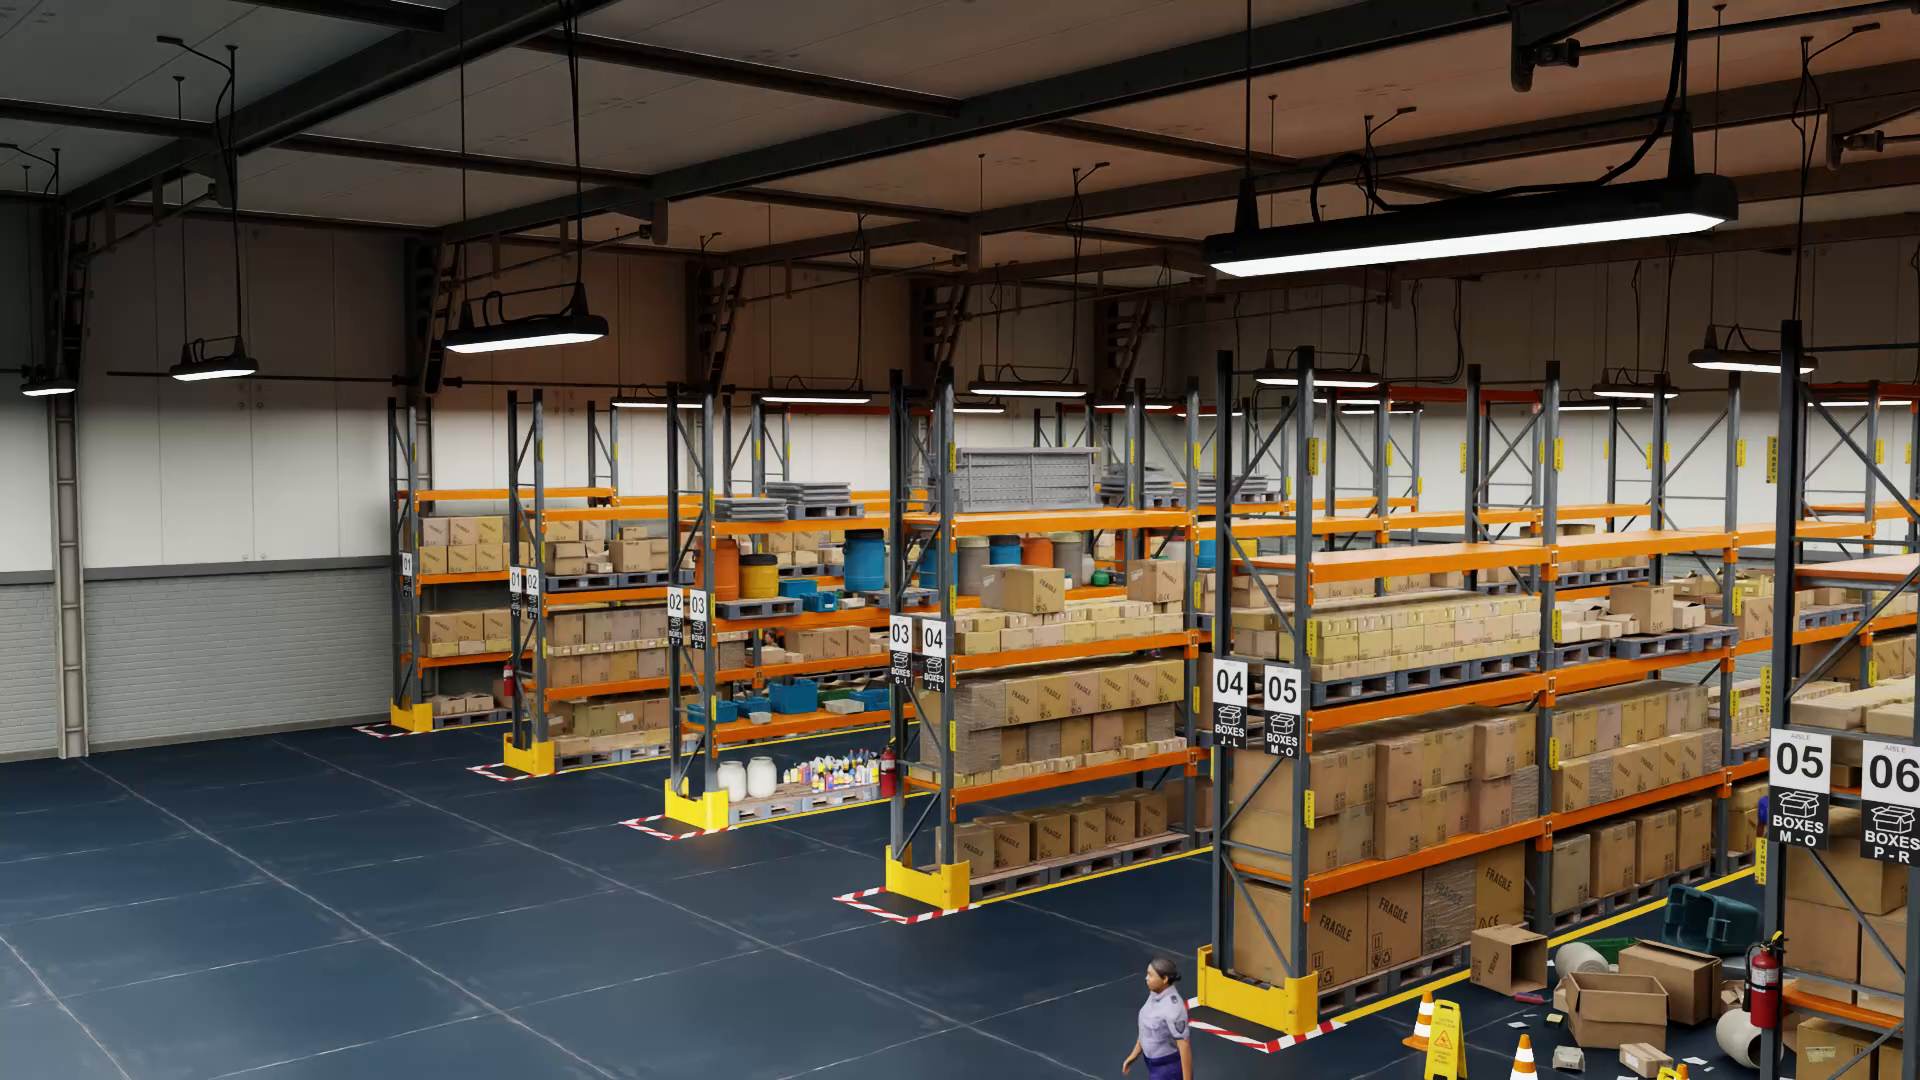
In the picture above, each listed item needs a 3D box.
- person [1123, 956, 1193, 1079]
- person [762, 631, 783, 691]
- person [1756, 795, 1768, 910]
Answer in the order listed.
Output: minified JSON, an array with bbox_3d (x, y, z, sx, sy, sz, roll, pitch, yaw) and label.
[{"bbox_3d":[1.349,3.675,11.573,1.060,1.588,0.505,0,3,-3],"label":"person"},{"bbox_3d":[-3.580,2.510,31.156,0.458,1.623,0.963,2,4,35],"label":"person"},{"bbox_3d":[8.672,3.314,17.660,0.470,1.642,0.496,-2,4,-34],"label":"person"}]
